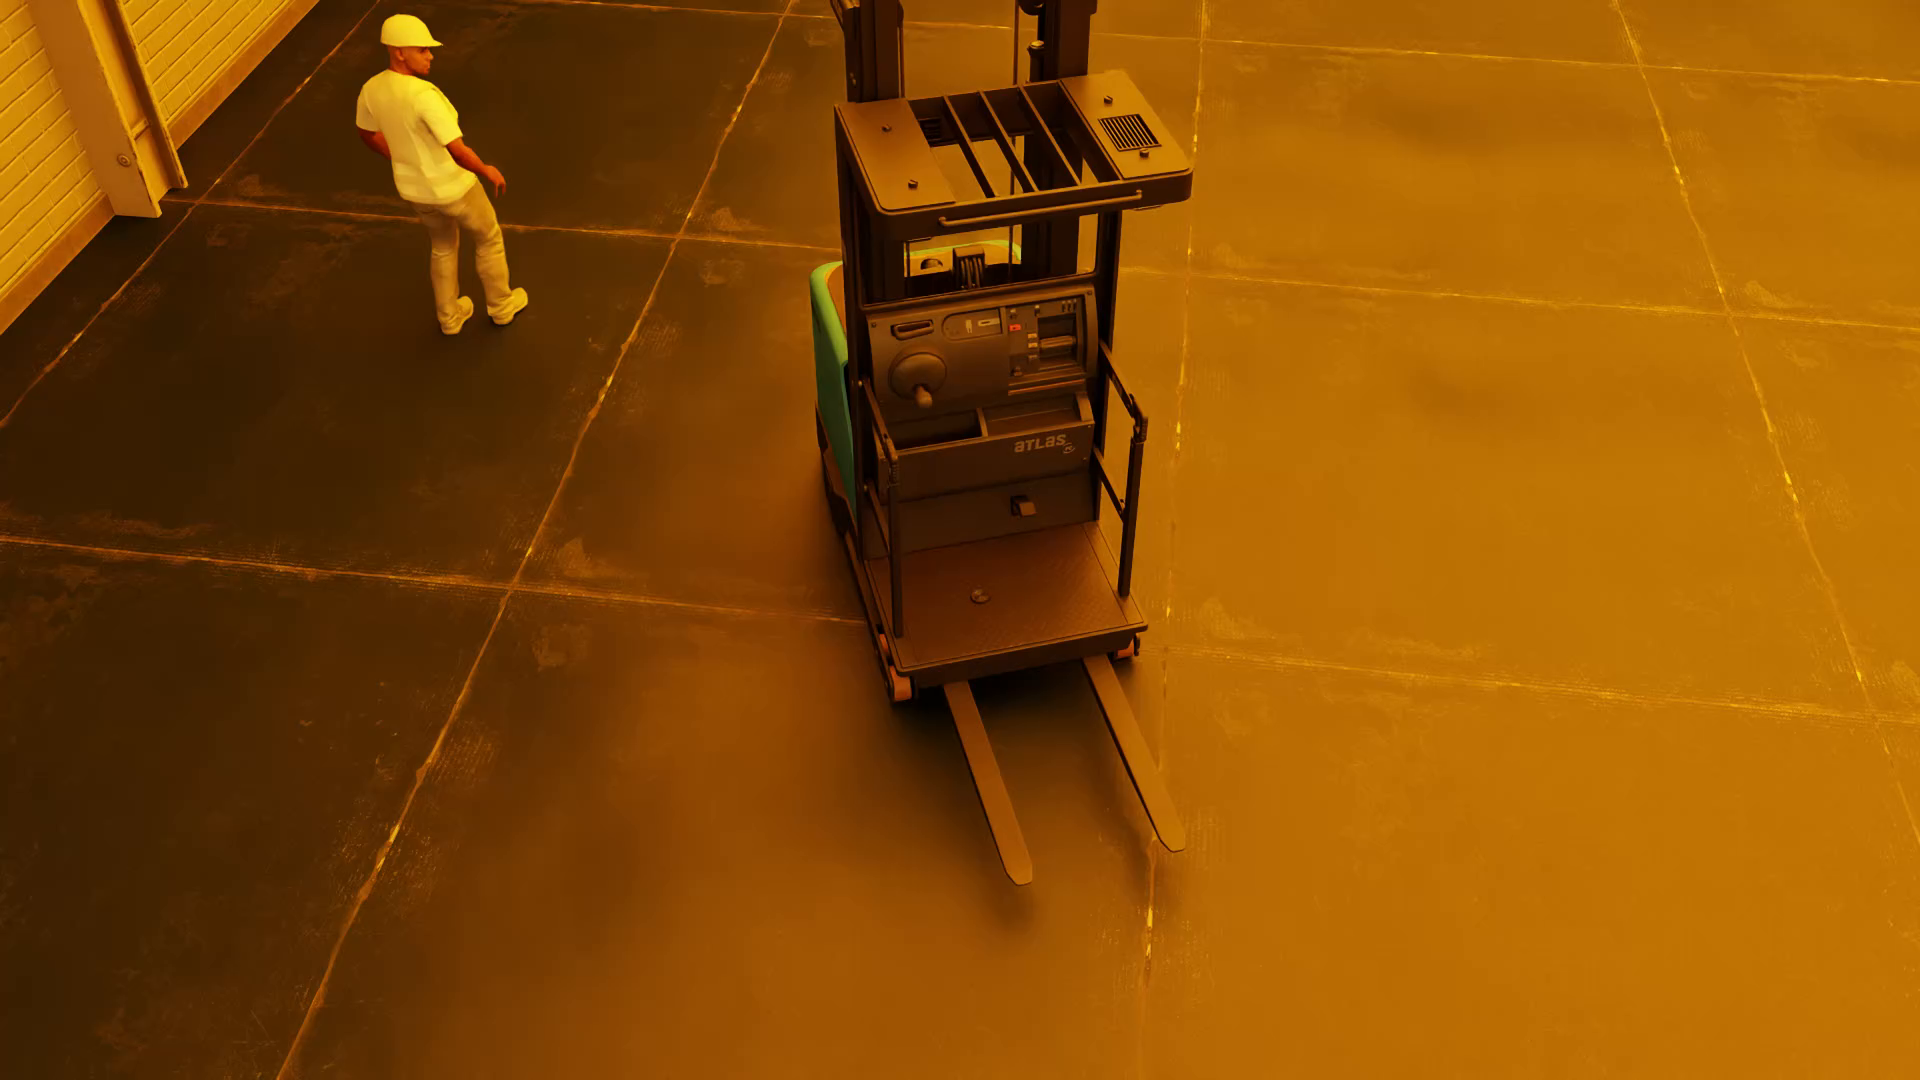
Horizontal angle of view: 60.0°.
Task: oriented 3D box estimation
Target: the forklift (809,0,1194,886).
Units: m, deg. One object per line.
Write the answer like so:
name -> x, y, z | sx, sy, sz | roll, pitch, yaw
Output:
forklift -> 0.153, -0.681, 6.465 | 1.130, 2.935, 3.031 | -10, 44, -11

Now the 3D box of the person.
person -> -2.703, -1.897, 8.674 | 0.780, 1.737, 0.516 | 16, 45, 17
